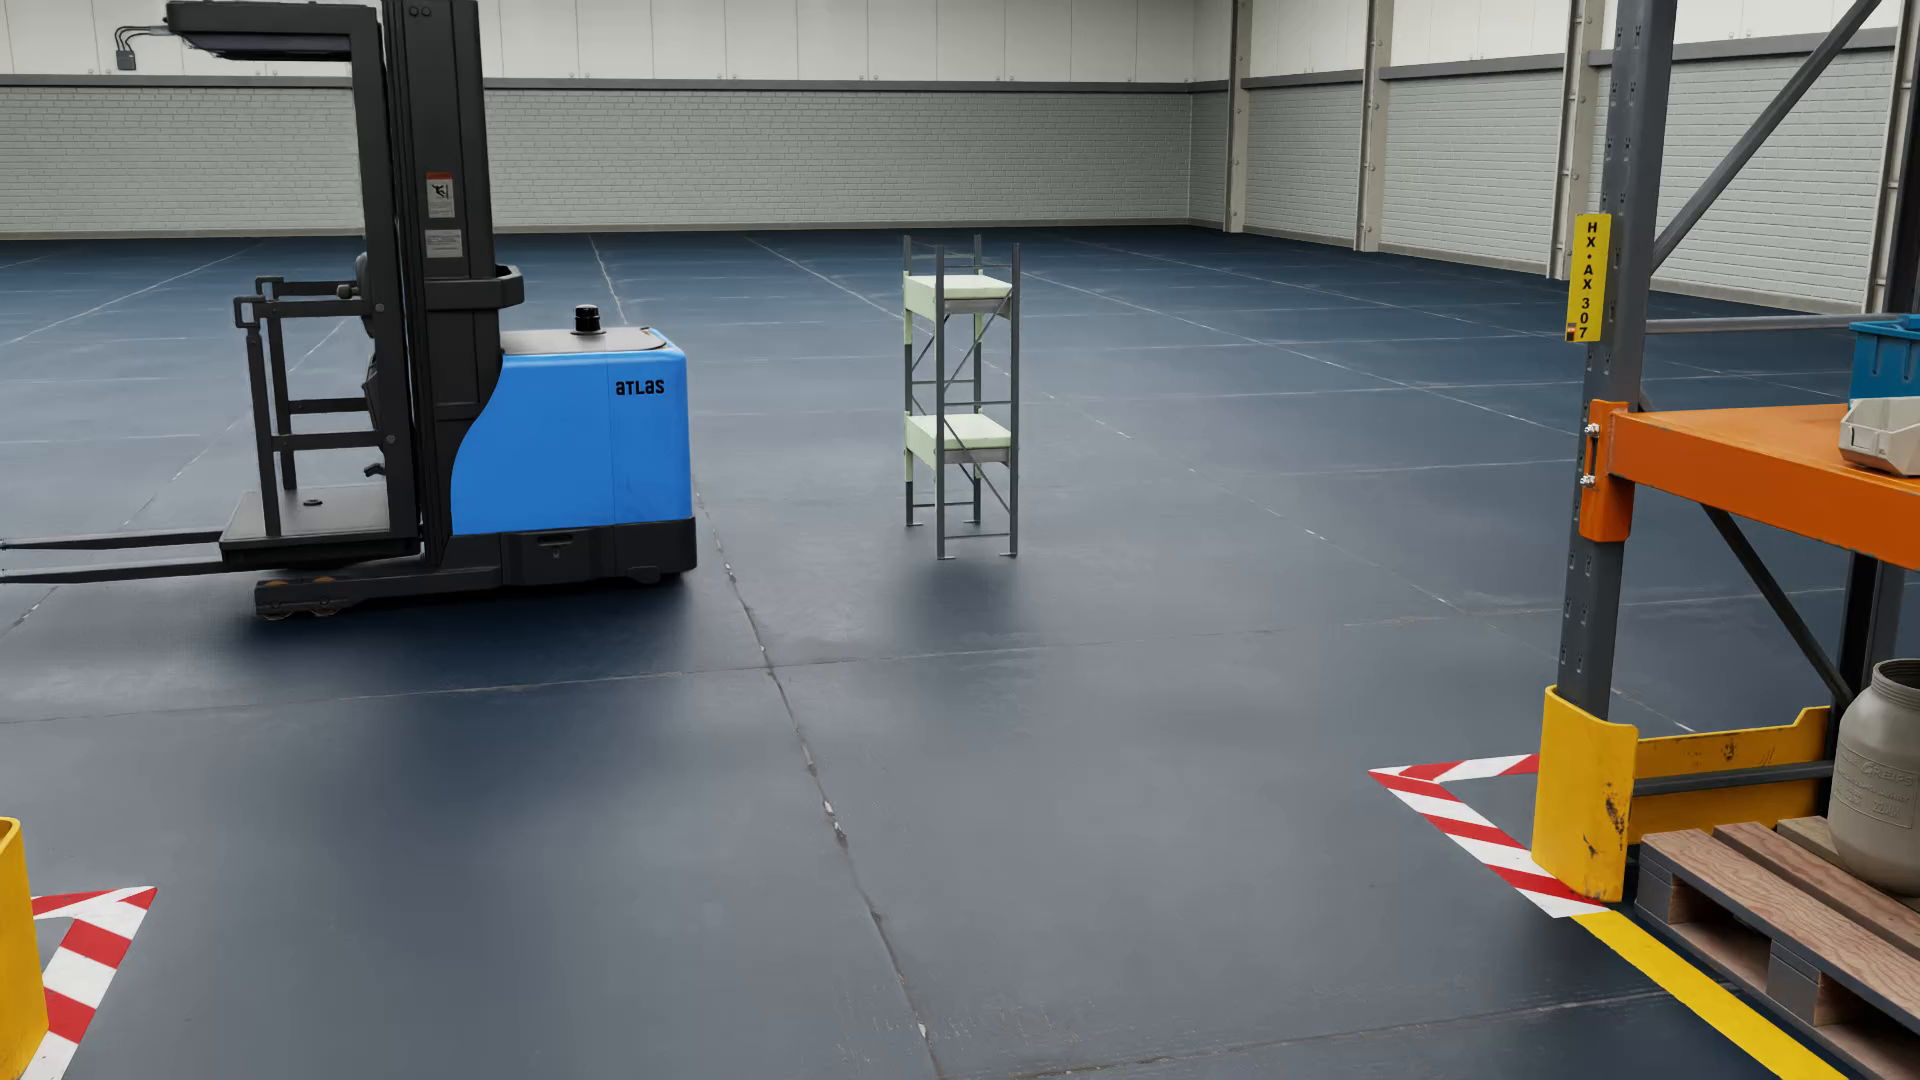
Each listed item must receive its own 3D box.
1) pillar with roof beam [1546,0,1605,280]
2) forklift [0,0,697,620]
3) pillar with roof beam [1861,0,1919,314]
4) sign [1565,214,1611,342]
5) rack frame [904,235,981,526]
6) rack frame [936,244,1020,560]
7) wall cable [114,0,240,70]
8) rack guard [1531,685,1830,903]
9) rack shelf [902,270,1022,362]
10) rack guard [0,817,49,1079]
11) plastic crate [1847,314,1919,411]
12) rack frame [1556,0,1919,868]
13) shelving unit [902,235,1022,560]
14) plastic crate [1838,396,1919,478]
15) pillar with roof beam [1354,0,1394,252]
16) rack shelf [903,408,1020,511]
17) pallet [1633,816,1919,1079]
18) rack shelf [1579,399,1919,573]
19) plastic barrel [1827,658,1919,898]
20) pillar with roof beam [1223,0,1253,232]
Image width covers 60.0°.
[{"bbox_3d":[4.378,-7.836,21.539,9.100,9.000,0.400,-3,14,-13],"label":"pillar with roof beam"},{"bbox_3d":[-2.781,-1.224,7.262,3.031,2.935,1.130,-4,14,-17],"label":"forklift"},{"bbox_3d":[5.787,-6.452,15.873,9.100,9.000,0.400,-3,14,-13],"label":"pillar with roof beam"},{"bbox_3d":[1.619,-0.675,4.285,0.100,0.325,0.005,-3,14,-13],"label":"sign"},{"bbox_3d":[-0.088,-0.815,8.601,0.400,1.500,0.023,-3,14,-13],"label":"rack frame"},{"bbox_3d":[0.084,-0.646,7.910,0.400,1.500,0.023,-3,14,-13],"label":"rack frame"},{"bbox_3d":[-15.050,-12.019,31.496,2.305,6.003,0.169,-3,14,-13],"label":"wall cable"},{"bbox_3d":[2.218,0.659,4.675,1.175,0.500,0.348,-3,14,-13],"label":"rack guard"},{"bbox_3d":[-0.002,-1.109,8.163,0.431,0.370,0.720,-3,14,-13],"label":"rack shelf"},{"bbox_3d":[-2.642,0.938,3.535,1.175,0.500,0.348,-3,14,-13],"label":"rack guard"},{"bbox_3d":[2.563,-0.399,4.053,0.499,0.251,0.616,-3,14,-13],"label":"plastic crate"},{"bbox_3d":[2.154,-0.570,4.440,1.000,3.000,0.127,-3,14,-13],"label":"rack frame"},{"bbox_3d":[-0.002,-0.730,8.255,0.431,1.500,0.755,-3,14,-13],"label":"shelving unit"},{"bbox_3d":[2.052,-0.217,3.552,0.298,0.136,0.250,-3,14,-13],"label":"plastic crate"},{"bbox_3d":[2.968,-9.220,27.204,9.100,9.000,0.400,-3,14,-13],"label":"pillar with roof beam"},{"bbox_3d":[-0.002,-0.413,8.333,0.431,0.370,0.720,-3,14,-13],"label":"rack shelf"},{"bbox_3d":[2.404,0.987,3.941,1.003,0.211,1.213,-3,14,-13],"label":"pallet"},{"bbox_3d":[2.624,0.241,2.636,1.077,0.370,4.000,-3,14,-13],"label":"rack shelf"},{"bbox_3d":[2.383,0.582,4.081,0.421,0.512,0.421,0,14,0],"label":"plastic barrel"},{"bbox_3d":[1.559,-10.604,32.870,9.100,9.000,0.400,-3,14,-13],"label":"pillar with roof beam"}]
